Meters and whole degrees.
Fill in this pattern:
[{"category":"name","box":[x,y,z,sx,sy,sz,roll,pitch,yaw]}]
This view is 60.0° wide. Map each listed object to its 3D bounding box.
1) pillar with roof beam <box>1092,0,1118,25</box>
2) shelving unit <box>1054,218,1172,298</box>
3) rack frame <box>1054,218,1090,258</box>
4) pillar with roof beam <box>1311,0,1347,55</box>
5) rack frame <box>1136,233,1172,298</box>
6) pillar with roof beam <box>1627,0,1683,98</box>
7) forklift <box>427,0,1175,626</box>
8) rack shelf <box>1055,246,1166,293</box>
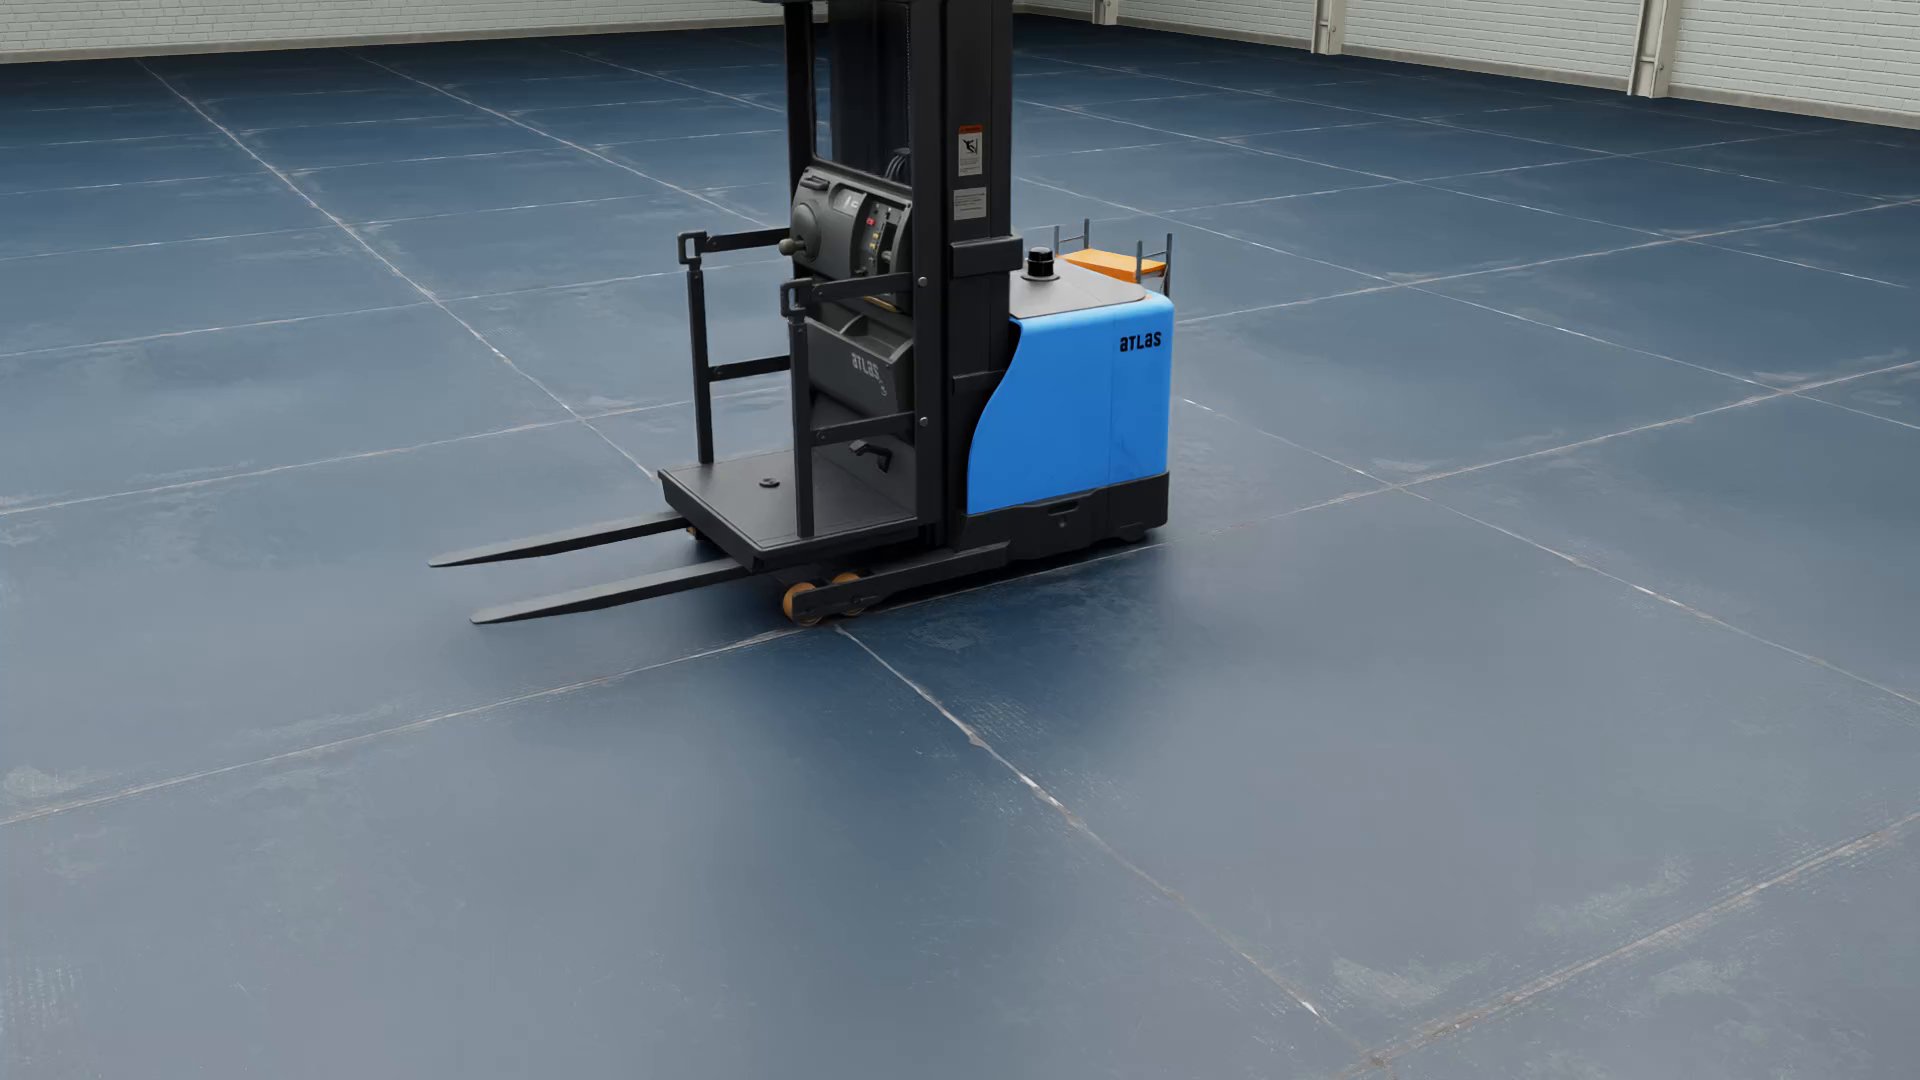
[{"category":"pillar with roof beam","box":[-1.009,-12.927,27.164,9.100,9.000,0.400,-13,25,-28]},{"category":"shelving unit","box":[0.701,-0.872,7.862,0.503,1.200,0.258,20,29,40]},{"category":"rack frame","box":[0.525,-0.935,8.019,0.015,1.200,0.240,20,29,40]},{"category":"pillar with roof beam","box":[2.056,-10.985,22.386,9.100,9.000,0.400,-13,25,-28]},{"category":"rack frame","box":[0.877,-0.808,7.706,0.015,1.200,0.240,20,29,40]},{"category":"pillar with roof beam","box":[5.121,-9.042,17.607,9.100,9.000,0.400,-13,25,-28]},{"category":"forklift","box":[-0.615,-1.249,6.492,3.031,2.935,1.130,-13,25,-28]},{"category":"rack shelf","box":[0.701,-1.236,7.714,0.480,0.148,0.258,20,29,40]}]
